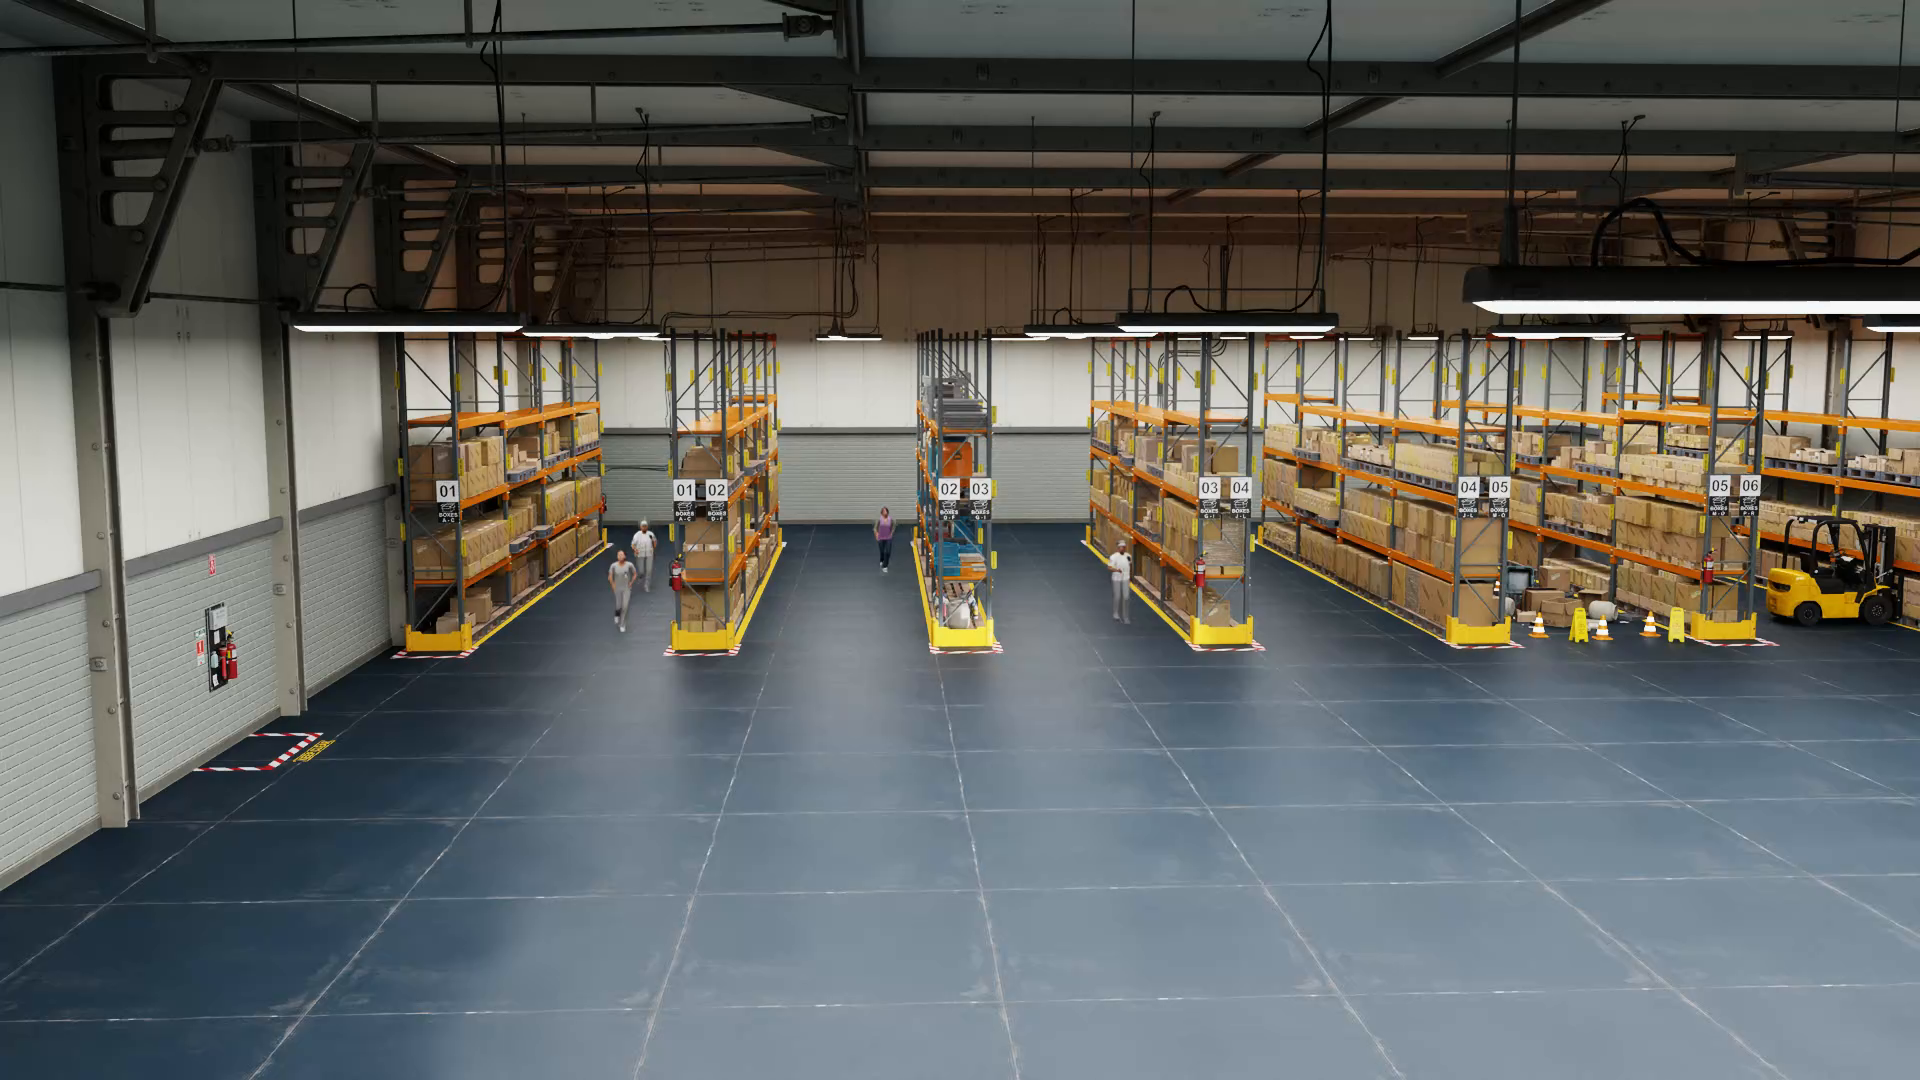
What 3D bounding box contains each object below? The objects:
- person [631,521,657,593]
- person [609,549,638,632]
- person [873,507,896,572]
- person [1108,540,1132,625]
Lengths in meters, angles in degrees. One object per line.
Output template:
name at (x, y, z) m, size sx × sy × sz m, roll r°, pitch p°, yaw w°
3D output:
person at (-7.315, 0.379, 38.587) m, size 0.608 × 1.647 × 0.759 m, roll -2°, pitch 7°, yaw -18°
person at (-6.749, 0.996, 33.362) m, size 0.565 × 1.643 × 0.620 m, roll -1°, pitch 7°, yaw -9°
person at (-1.795, -0.018, 39.818) m, size 0.537 × 1.548 × 0.491 m, roll -1°, pitch 7°, yaw -9°
person at (3.293, 0.867, 34.176) m, size 0.559 × 1.755 × 0.760 m, roll -1°, pitch 7°, yaw -6°
